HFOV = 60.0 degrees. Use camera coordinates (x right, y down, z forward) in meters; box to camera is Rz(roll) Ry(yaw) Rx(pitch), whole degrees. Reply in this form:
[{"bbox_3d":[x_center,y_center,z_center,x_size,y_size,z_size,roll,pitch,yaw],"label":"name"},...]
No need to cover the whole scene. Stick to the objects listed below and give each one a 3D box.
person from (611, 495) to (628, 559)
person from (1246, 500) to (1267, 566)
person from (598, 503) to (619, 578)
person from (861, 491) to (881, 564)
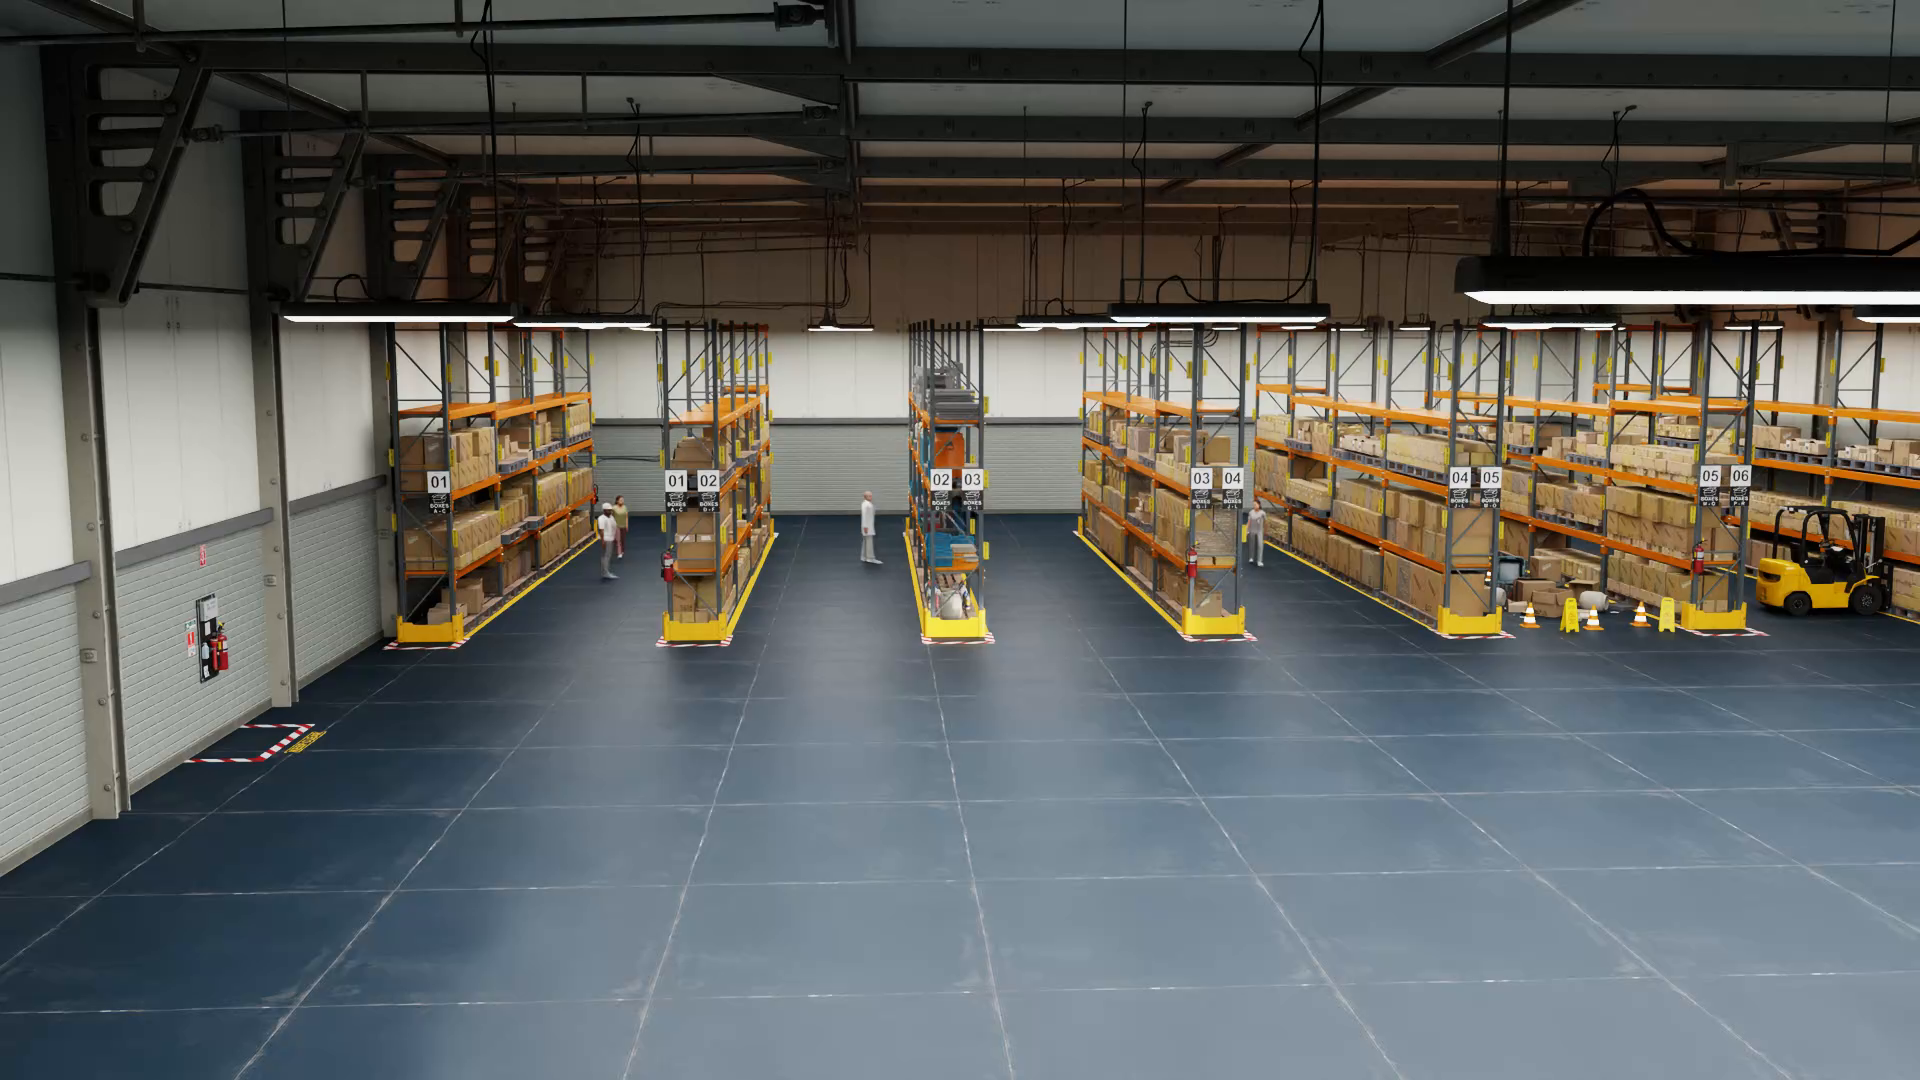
[{"bbox_3d":[-8.730,-0.342,42.528,0.502,1.608,1.078,-2,7,-16],"label":"person"},{"bbox_3d":[7.361,-0.192,41.334,0.537,1.628,0.969,0,7,1],"label":"person"},{"bbox_3d":[-8.307,0.006,39.283,0.395,1.774,0.603,0,7,0],"label":"person"},{"bbox_3d":[-2.230,-0.327,41.861,0.571,1.801,0.614,1,7,9],"label":"person"}]
